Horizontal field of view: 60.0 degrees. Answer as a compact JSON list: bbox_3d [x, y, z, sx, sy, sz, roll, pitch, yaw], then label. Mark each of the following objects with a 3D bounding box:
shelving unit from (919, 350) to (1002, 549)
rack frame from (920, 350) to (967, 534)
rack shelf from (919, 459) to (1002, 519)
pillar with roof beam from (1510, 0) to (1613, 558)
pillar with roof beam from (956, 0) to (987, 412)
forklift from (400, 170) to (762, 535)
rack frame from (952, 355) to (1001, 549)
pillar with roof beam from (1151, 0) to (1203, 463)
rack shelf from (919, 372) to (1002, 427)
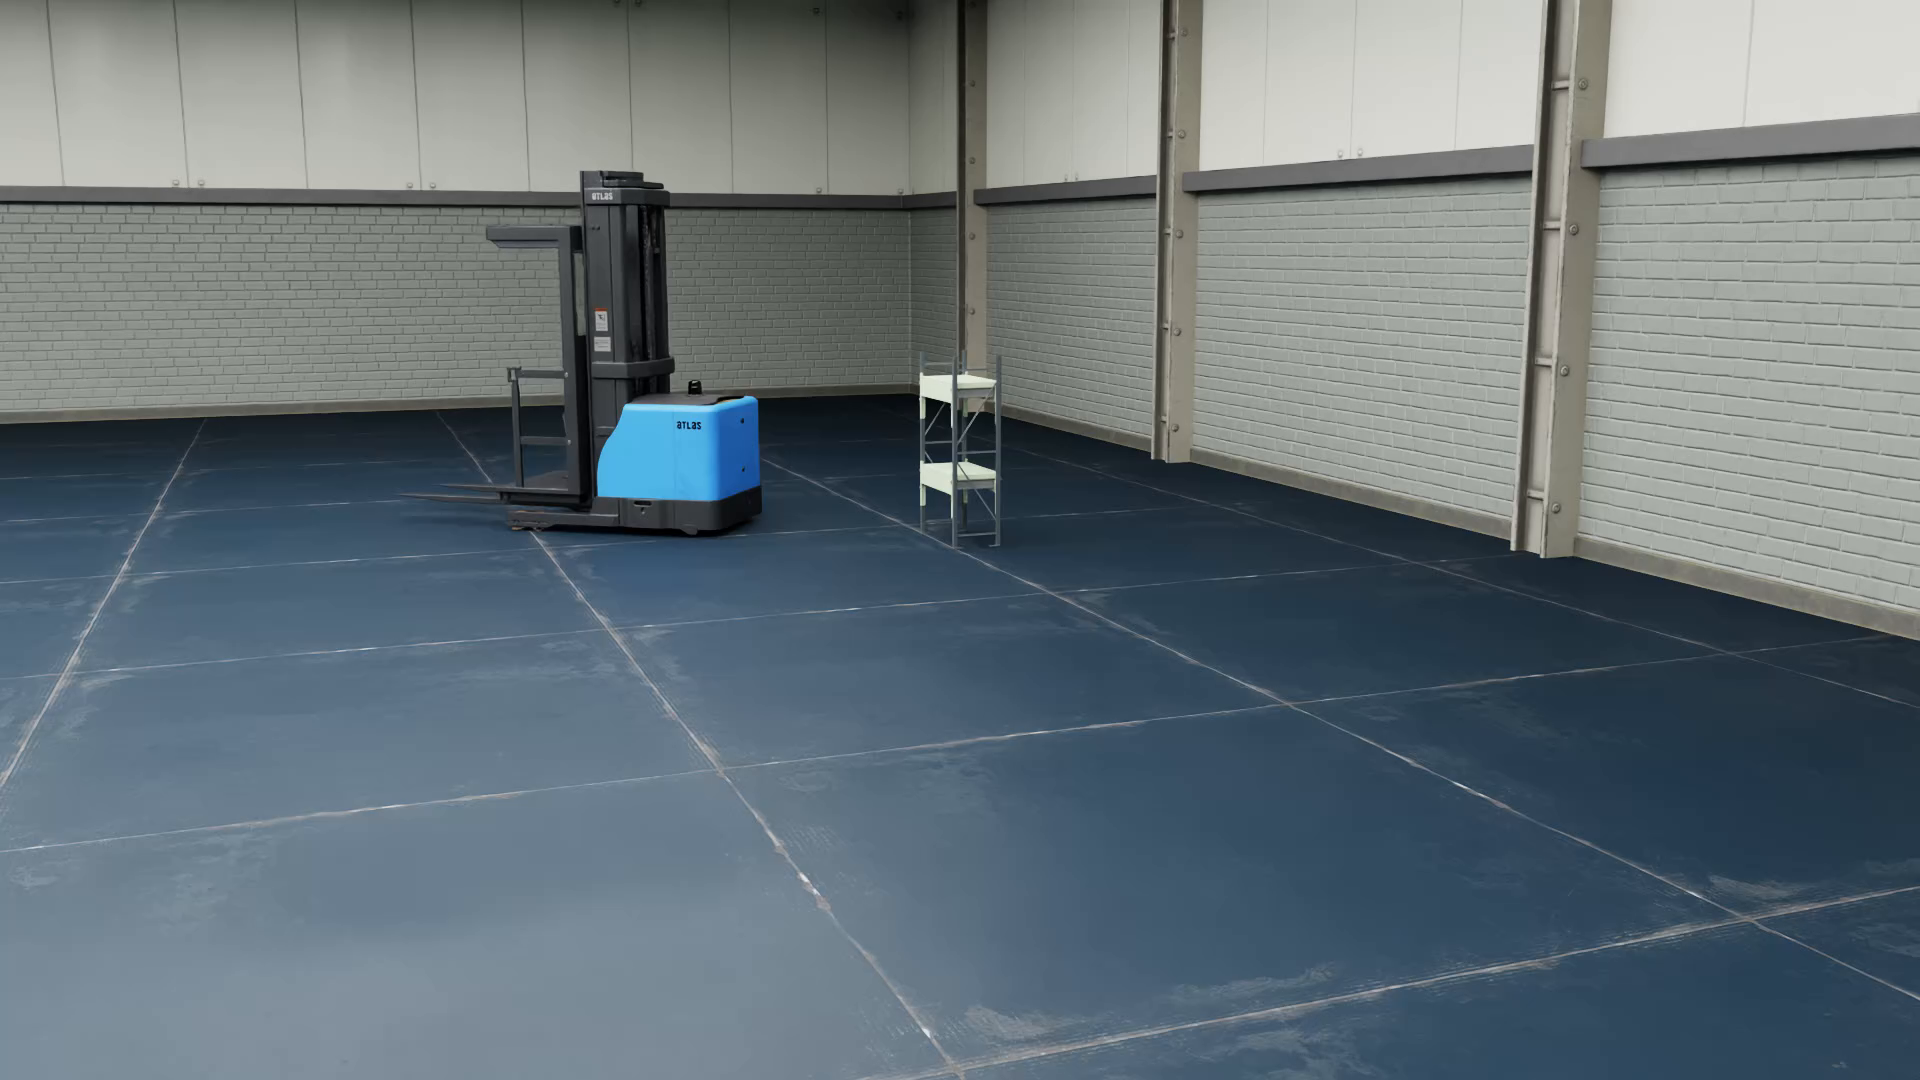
[{"bbox_3d":[-0.002,-0.739,13.295,0.431,1.500,0.755,-4,11,-21],"label":"shelving unit"},{"bbox_3d":[-0.135,-0.799,13.631,0.400,1.500,0.023,-4,11,-21],"label":"rack frame"},{"bbox_3d":[-0.002,-0.419,13.352,0.431,0.370,0.720,-4,11,-21],"label":"rack shelf"},{"bbox_3d":[0.500,-4.060,10.551,9.100,9.000,0.400,-4,11,-21],"label":"pillar with roof beam"},{"bbox_3d":[-3.848,-6.019,21.562,9.100,9.000,0.400,-4,11,-21],"label":"pillar with roof beam"},{"bbox_3d":[-3.283,-1.602,14.055,3.031,2.935,1.130,3,10,15],"label":"forklift"},{"bbox_3d":[0.130,-0.680,12.959,0.400,1.500,0.023,-4,11,-21],"label":"rack frame"},{"bbox_3d":[-1.674,-5.040,16.056,9.100,9.000,0.400,-4,11,-21],"label":"pillar with roof beam"},{"bbox_3d":[-0.002,-1.124,13.227,0.431,0.370,0.720,-4,11,-21],"label":"rack shelf"}]
